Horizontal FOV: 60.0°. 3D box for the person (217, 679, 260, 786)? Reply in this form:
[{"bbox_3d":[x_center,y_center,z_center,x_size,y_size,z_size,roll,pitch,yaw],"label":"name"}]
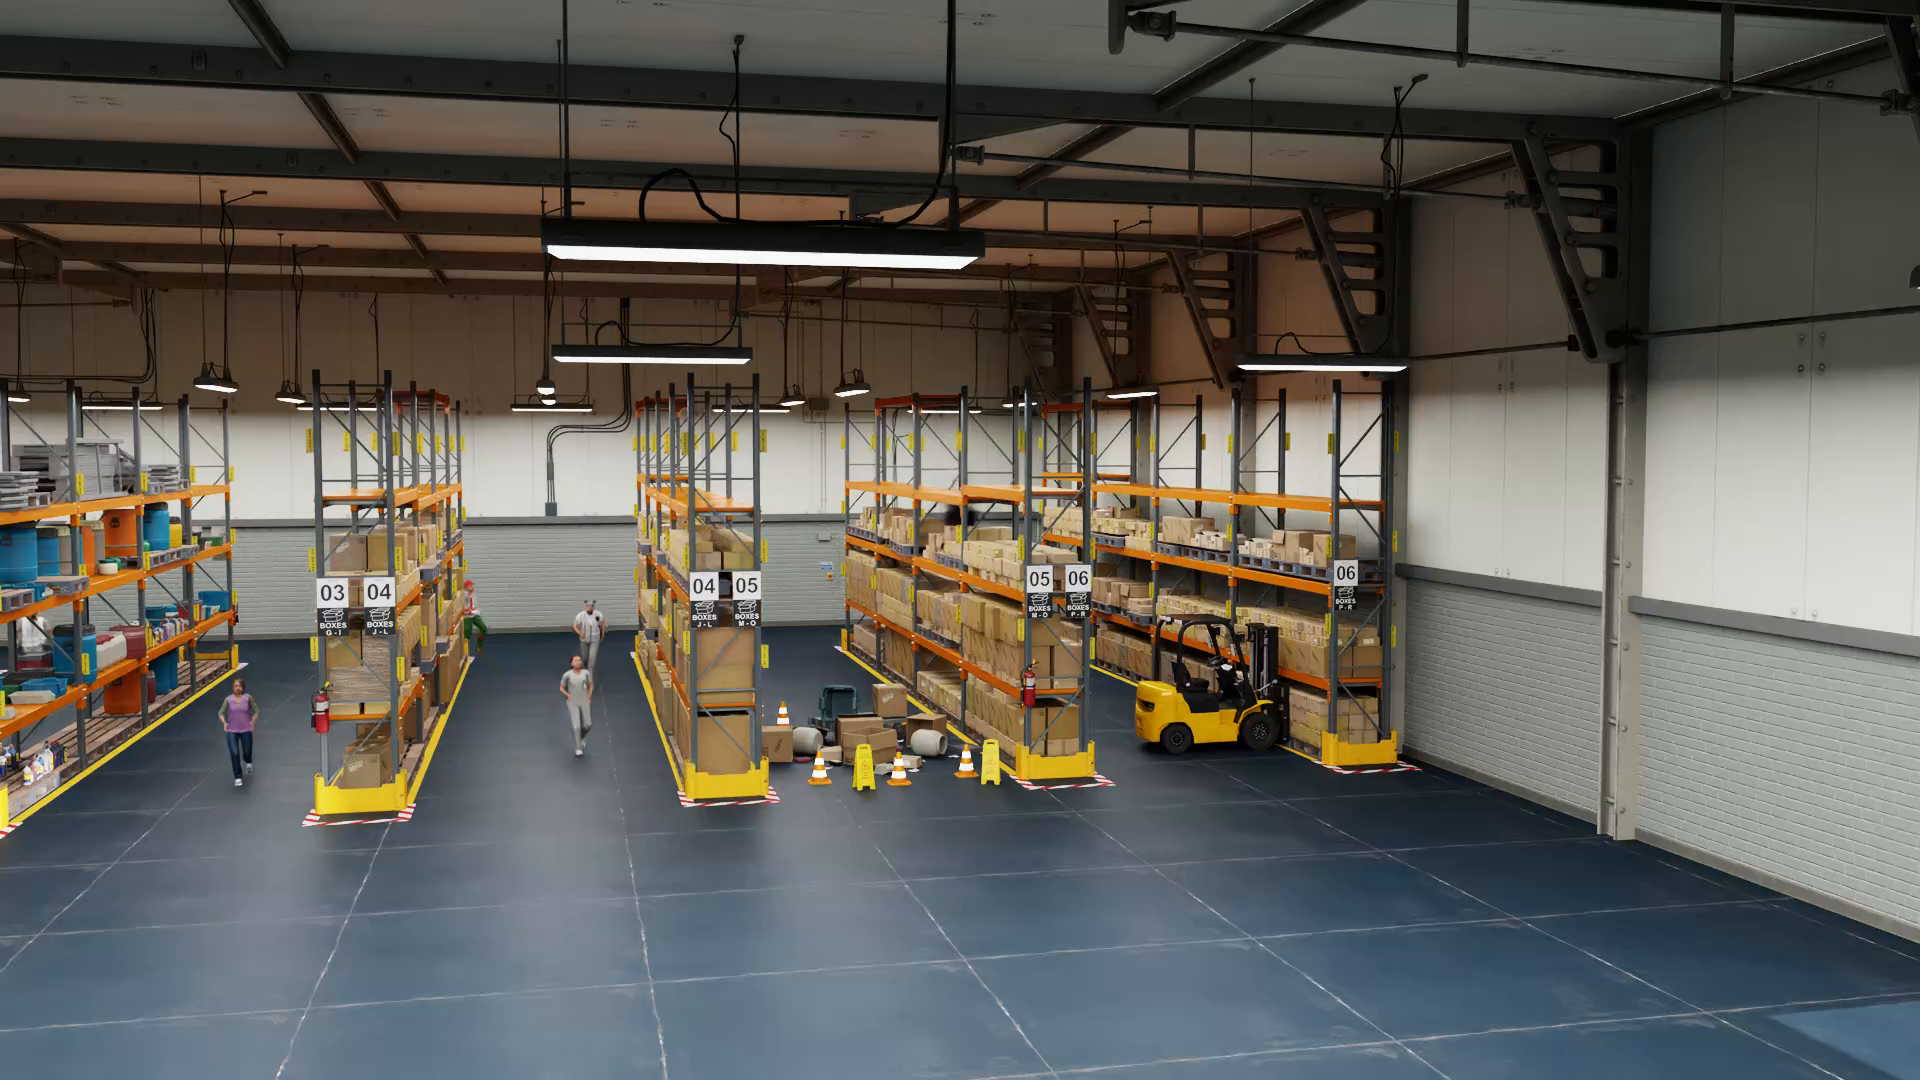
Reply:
[{"bbox_3d":[-10.622,2.817,24.497,0.575,1.554,0.560,-1,4,-21],"label":"person"}]

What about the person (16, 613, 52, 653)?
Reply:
[{"bbox_3d":[-18.967,2.174,34.024,0.693,1.732,0.598,-2,4,-28],"label":"person"}]

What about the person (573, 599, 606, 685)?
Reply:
[{"bbox_3d":[-7.803,2.112,35.040,0.686,1.777,0.941,-1,3,-16],"label":"person"}]

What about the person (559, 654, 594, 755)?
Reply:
[{"bbox_3d":[-6.157,2.641,26.778,0.561,1.620,0.584,-1,4,-24],"label":"person"}]

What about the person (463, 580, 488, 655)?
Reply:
[{"bbox_3d":[-11.606,1.847,39.401,0.690,1.800,0.640,1,3,11],"label":"person"}]
